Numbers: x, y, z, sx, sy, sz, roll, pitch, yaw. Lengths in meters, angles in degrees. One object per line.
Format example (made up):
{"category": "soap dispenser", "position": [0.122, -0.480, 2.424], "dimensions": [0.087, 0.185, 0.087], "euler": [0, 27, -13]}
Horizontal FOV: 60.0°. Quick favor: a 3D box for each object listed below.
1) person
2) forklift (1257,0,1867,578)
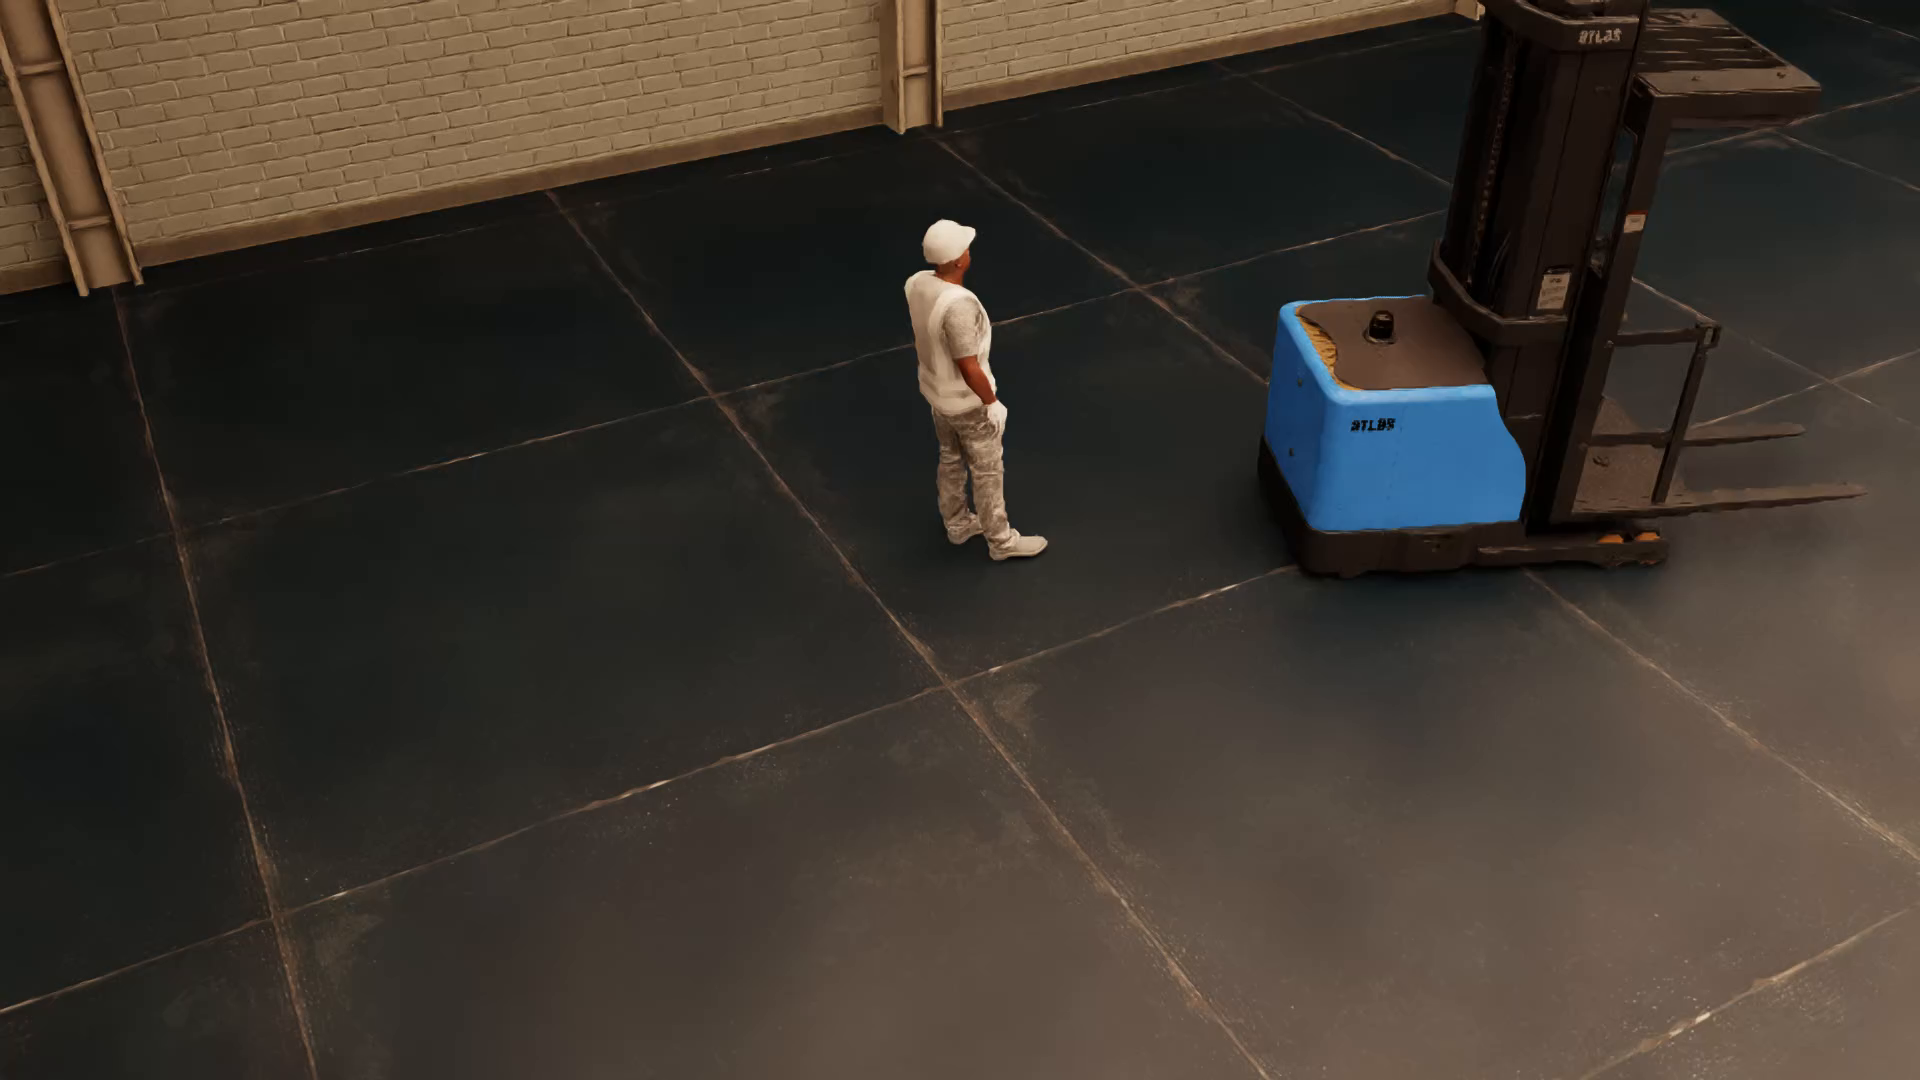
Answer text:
{"category": "person", "position": [0.067, -0.750, 8.166], "dimensions": [0.576, 1.782, 0.655], "euler": [-17, 39, -23]}
{"category": "forklift", "position": [3.171, -1.361, 8.049], "dimensions": [3.031, 2.935, 1.130], "euler": [-4, 35, -5]}
